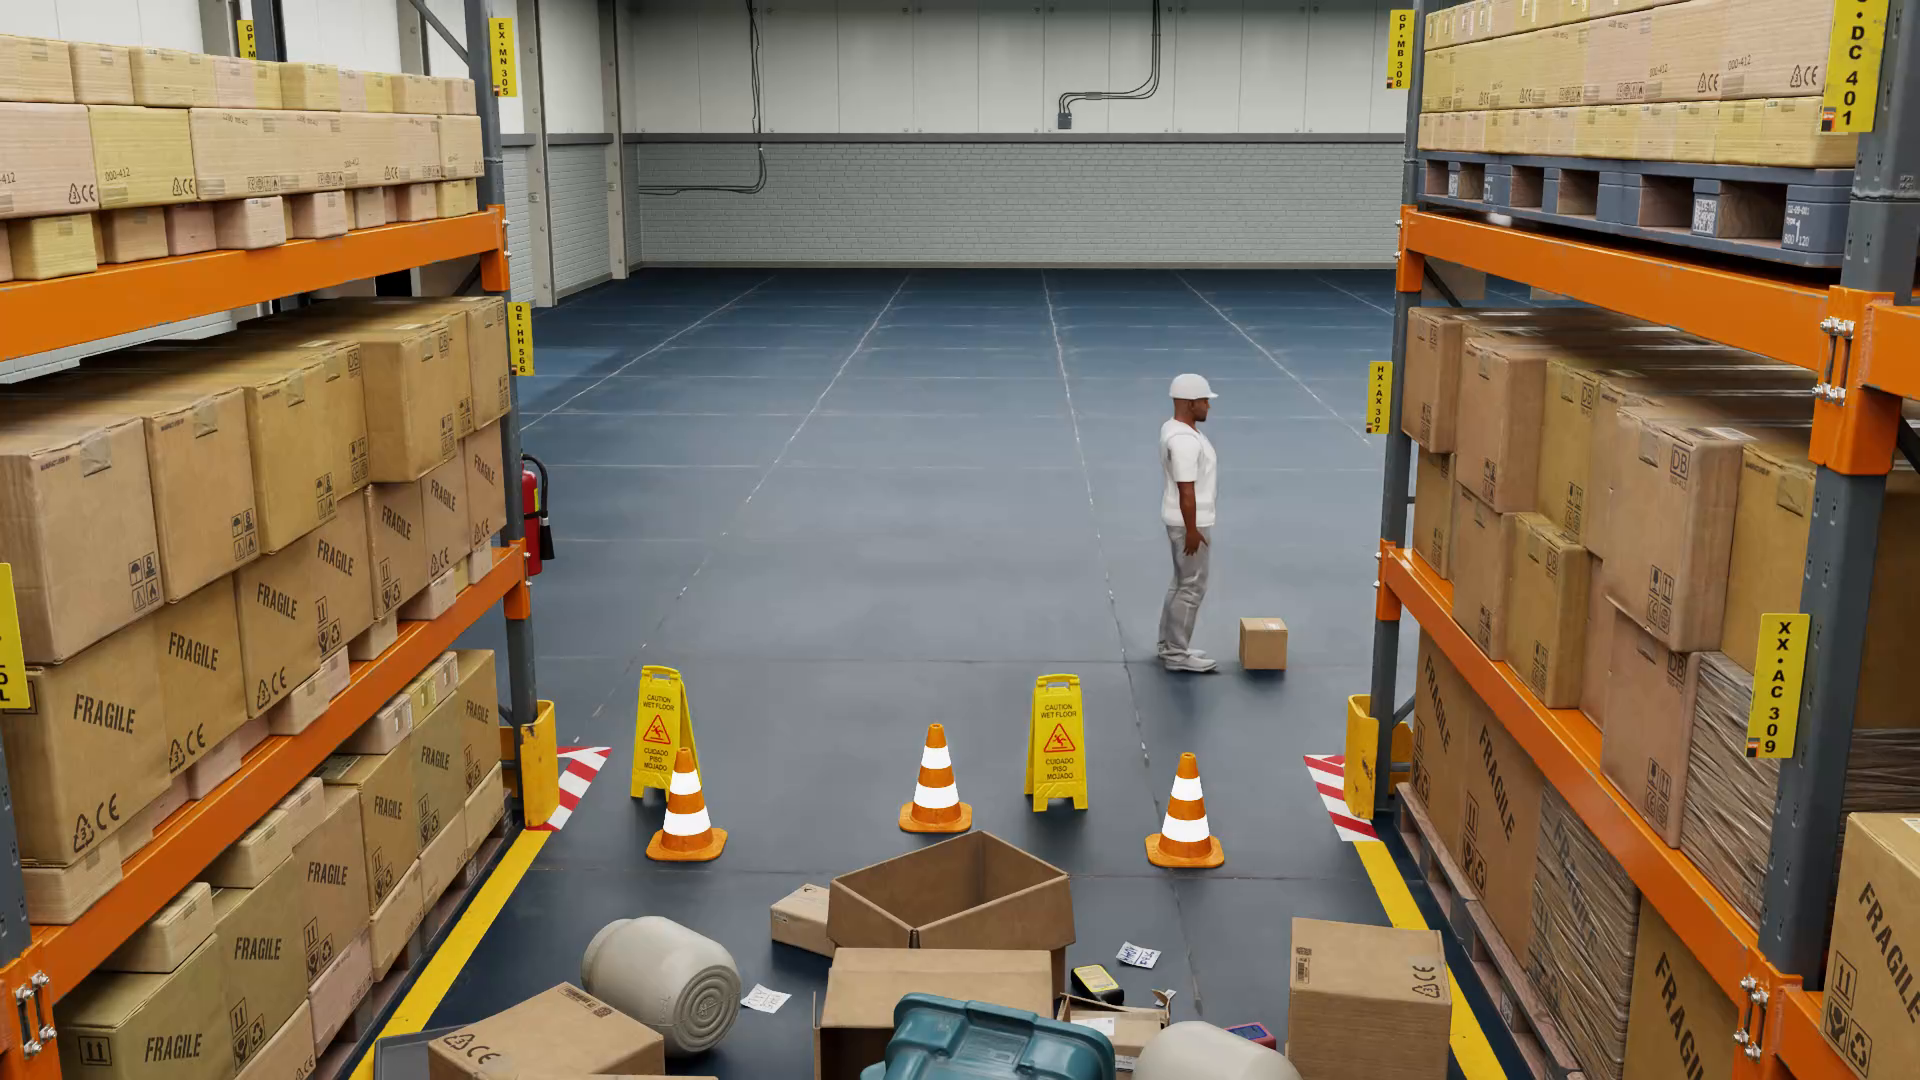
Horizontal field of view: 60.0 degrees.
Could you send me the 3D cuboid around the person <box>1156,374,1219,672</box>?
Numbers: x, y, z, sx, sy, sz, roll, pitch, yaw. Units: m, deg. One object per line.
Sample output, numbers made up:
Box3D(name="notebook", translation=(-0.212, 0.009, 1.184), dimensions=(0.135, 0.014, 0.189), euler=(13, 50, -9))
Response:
Box3D(name="person", translation=(1.361, -0.106, 9.913), dimensions=(0.366, 1.775, 0.564), euler=(1, 14, 3))
